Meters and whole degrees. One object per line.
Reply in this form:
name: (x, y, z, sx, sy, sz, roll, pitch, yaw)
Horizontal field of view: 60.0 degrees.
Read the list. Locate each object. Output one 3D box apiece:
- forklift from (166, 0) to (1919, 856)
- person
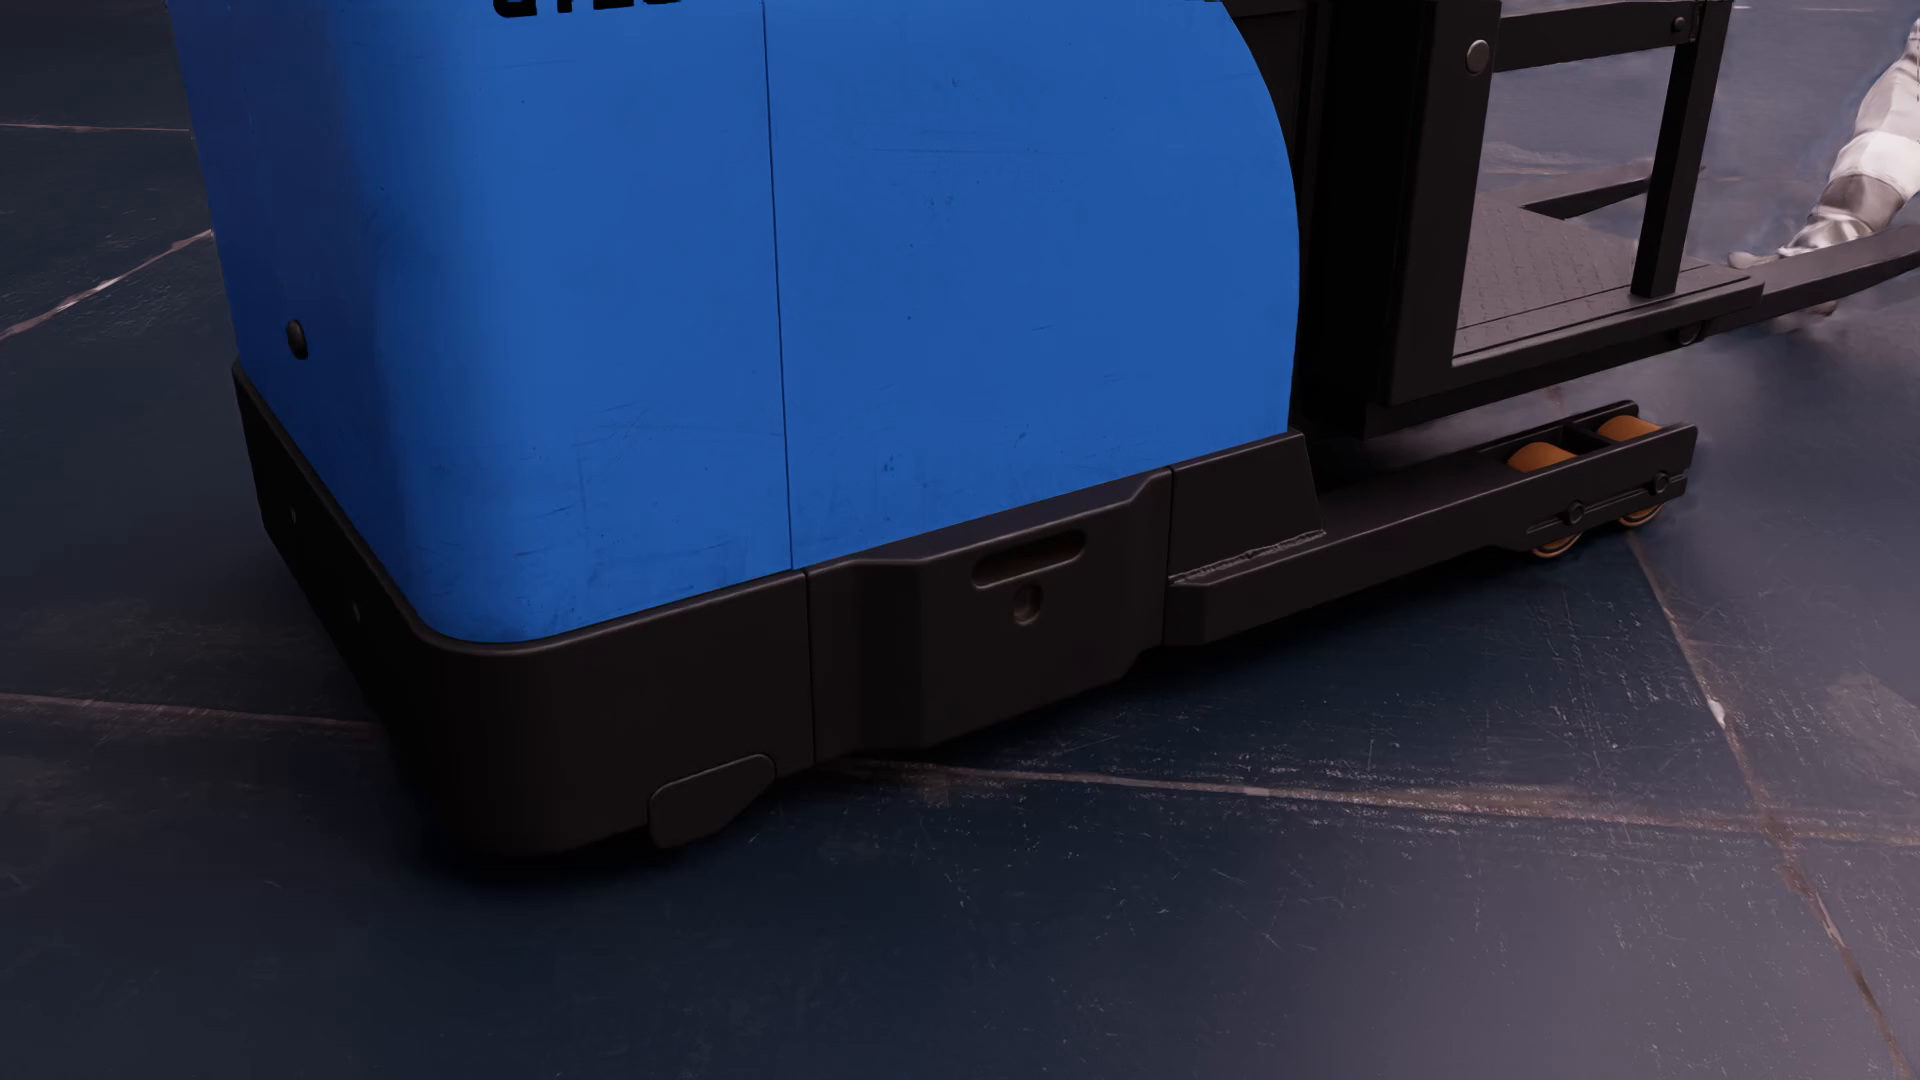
forklift: (0.514, -1.468, 2.159, 3.031, 2.935, 1.130, -16, 31, -29)
person: (2.222, -1.210, 3.320, 1.311, 1.469, 0.769, -1, 27, -3)
